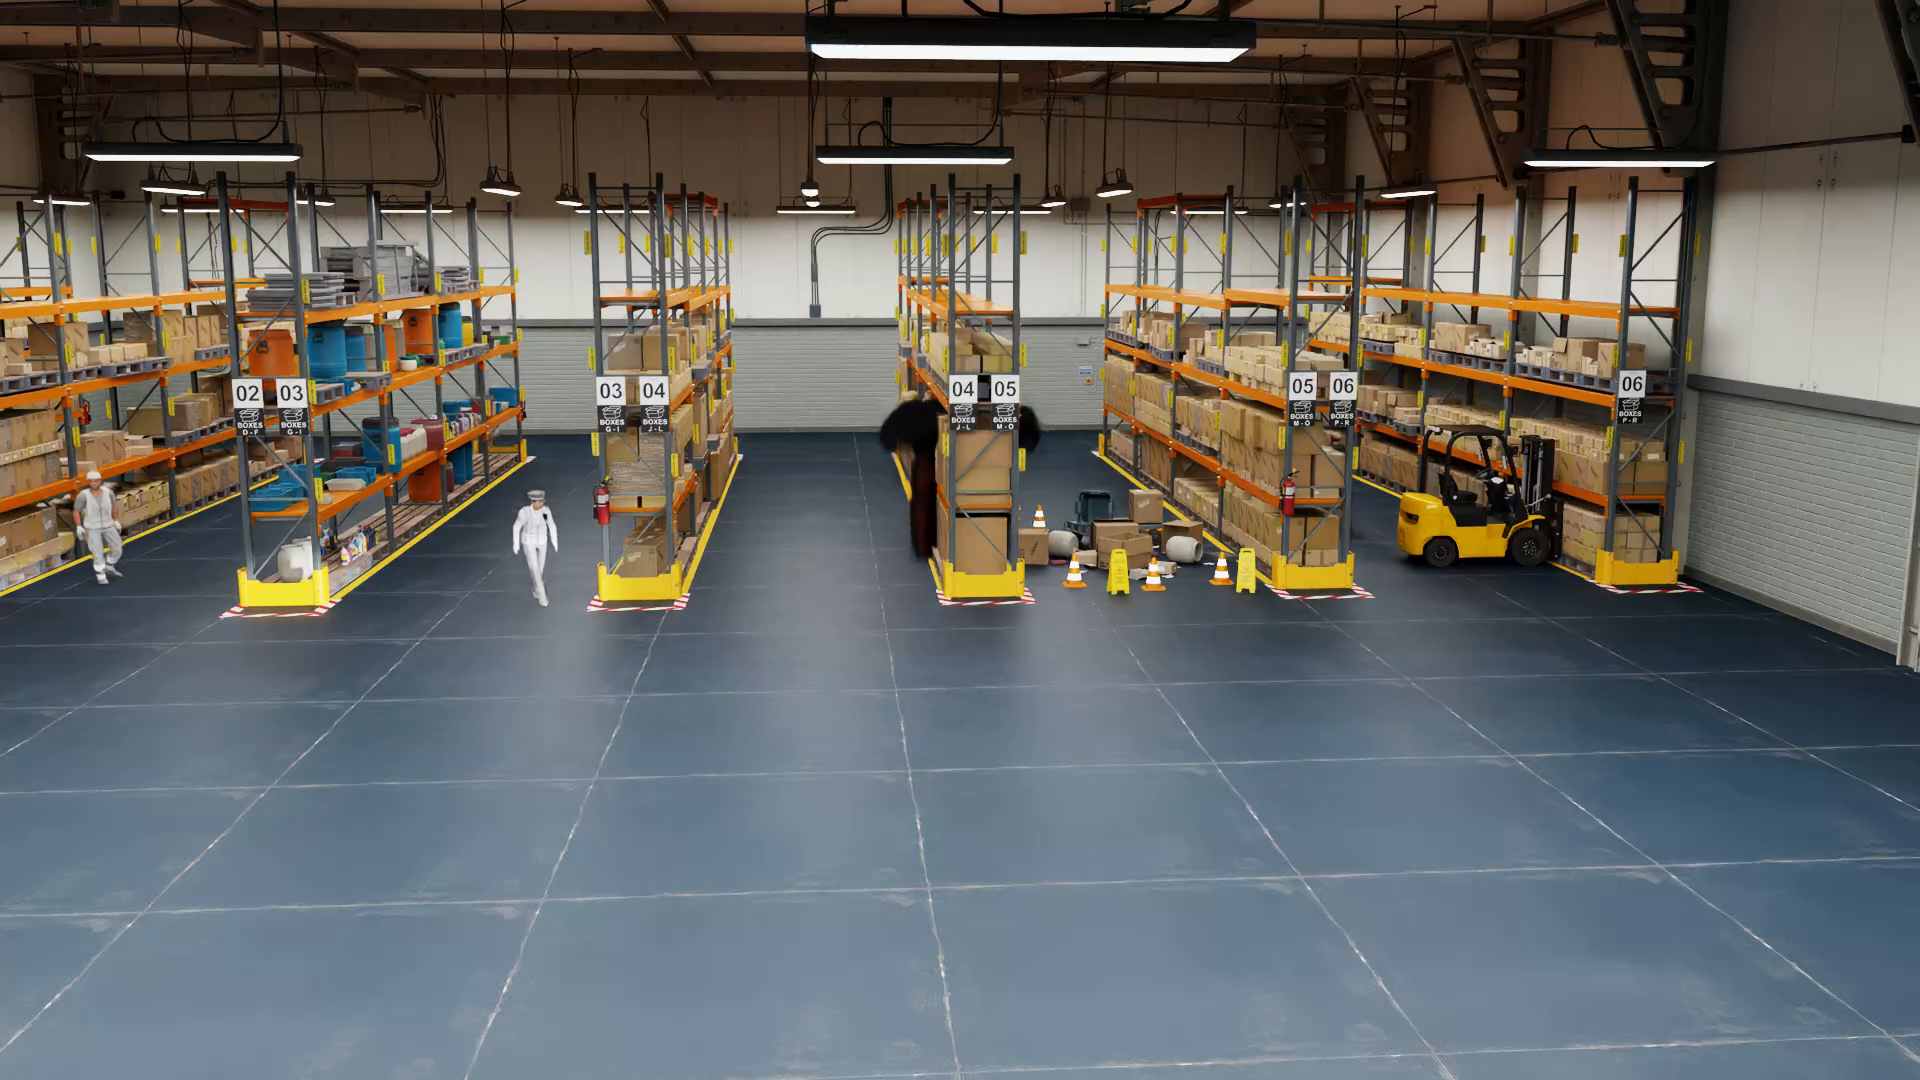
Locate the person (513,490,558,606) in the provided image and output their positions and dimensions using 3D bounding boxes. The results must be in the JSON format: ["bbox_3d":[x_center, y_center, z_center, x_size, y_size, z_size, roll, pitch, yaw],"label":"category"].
[{"bbox_3d":[-6.018,0.085,23.549,0.591,1.642,0.697,-6,12,-31],"label":"person"}]

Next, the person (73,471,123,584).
[{"bbox_3d":[-12.841,-0.182,24.733,0.676,1.739,0.568,-10,14,-44],"label":"person"}]

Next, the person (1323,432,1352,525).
[{"bbox_3d":[6.802,-1.090,30.009,0.650,1.692,0.977,-2,10,-10],"label":"person"}]

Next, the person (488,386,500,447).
[{"bbox_3d":[-11.269,-2.892,40.097,0.993,1.652,0.634,2,10,10],"label":"person"}]
